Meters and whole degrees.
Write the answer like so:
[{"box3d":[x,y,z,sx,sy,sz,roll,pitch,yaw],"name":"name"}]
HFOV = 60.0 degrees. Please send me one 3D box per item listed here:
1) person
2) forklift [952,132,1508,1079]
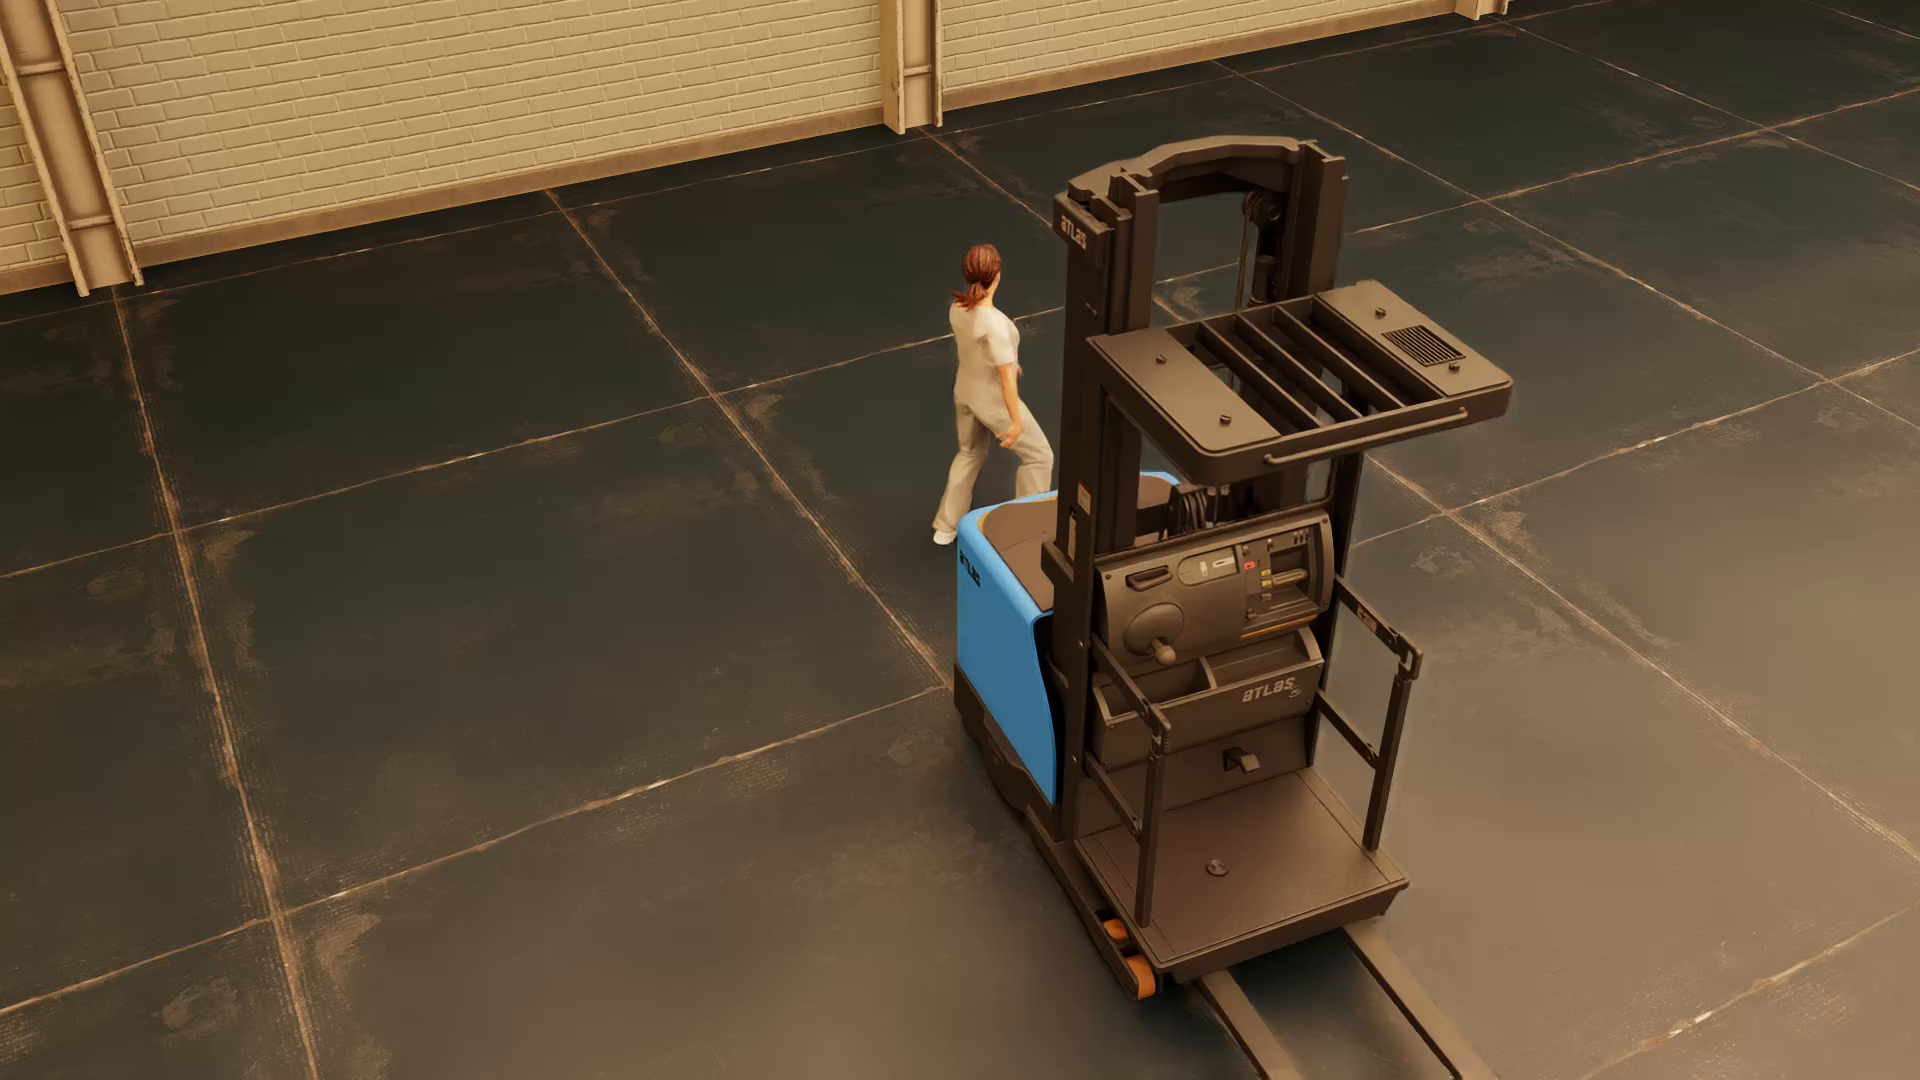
[{"box3d":[0.209,-0.691,8.261,0.697,1.601,0.574,-26,43,-31],"name":"person"},{"box3d":[1.003,0.227,5.802,1.130,2.935,3.031,-14,38,-19],"name":"forklift"}]
